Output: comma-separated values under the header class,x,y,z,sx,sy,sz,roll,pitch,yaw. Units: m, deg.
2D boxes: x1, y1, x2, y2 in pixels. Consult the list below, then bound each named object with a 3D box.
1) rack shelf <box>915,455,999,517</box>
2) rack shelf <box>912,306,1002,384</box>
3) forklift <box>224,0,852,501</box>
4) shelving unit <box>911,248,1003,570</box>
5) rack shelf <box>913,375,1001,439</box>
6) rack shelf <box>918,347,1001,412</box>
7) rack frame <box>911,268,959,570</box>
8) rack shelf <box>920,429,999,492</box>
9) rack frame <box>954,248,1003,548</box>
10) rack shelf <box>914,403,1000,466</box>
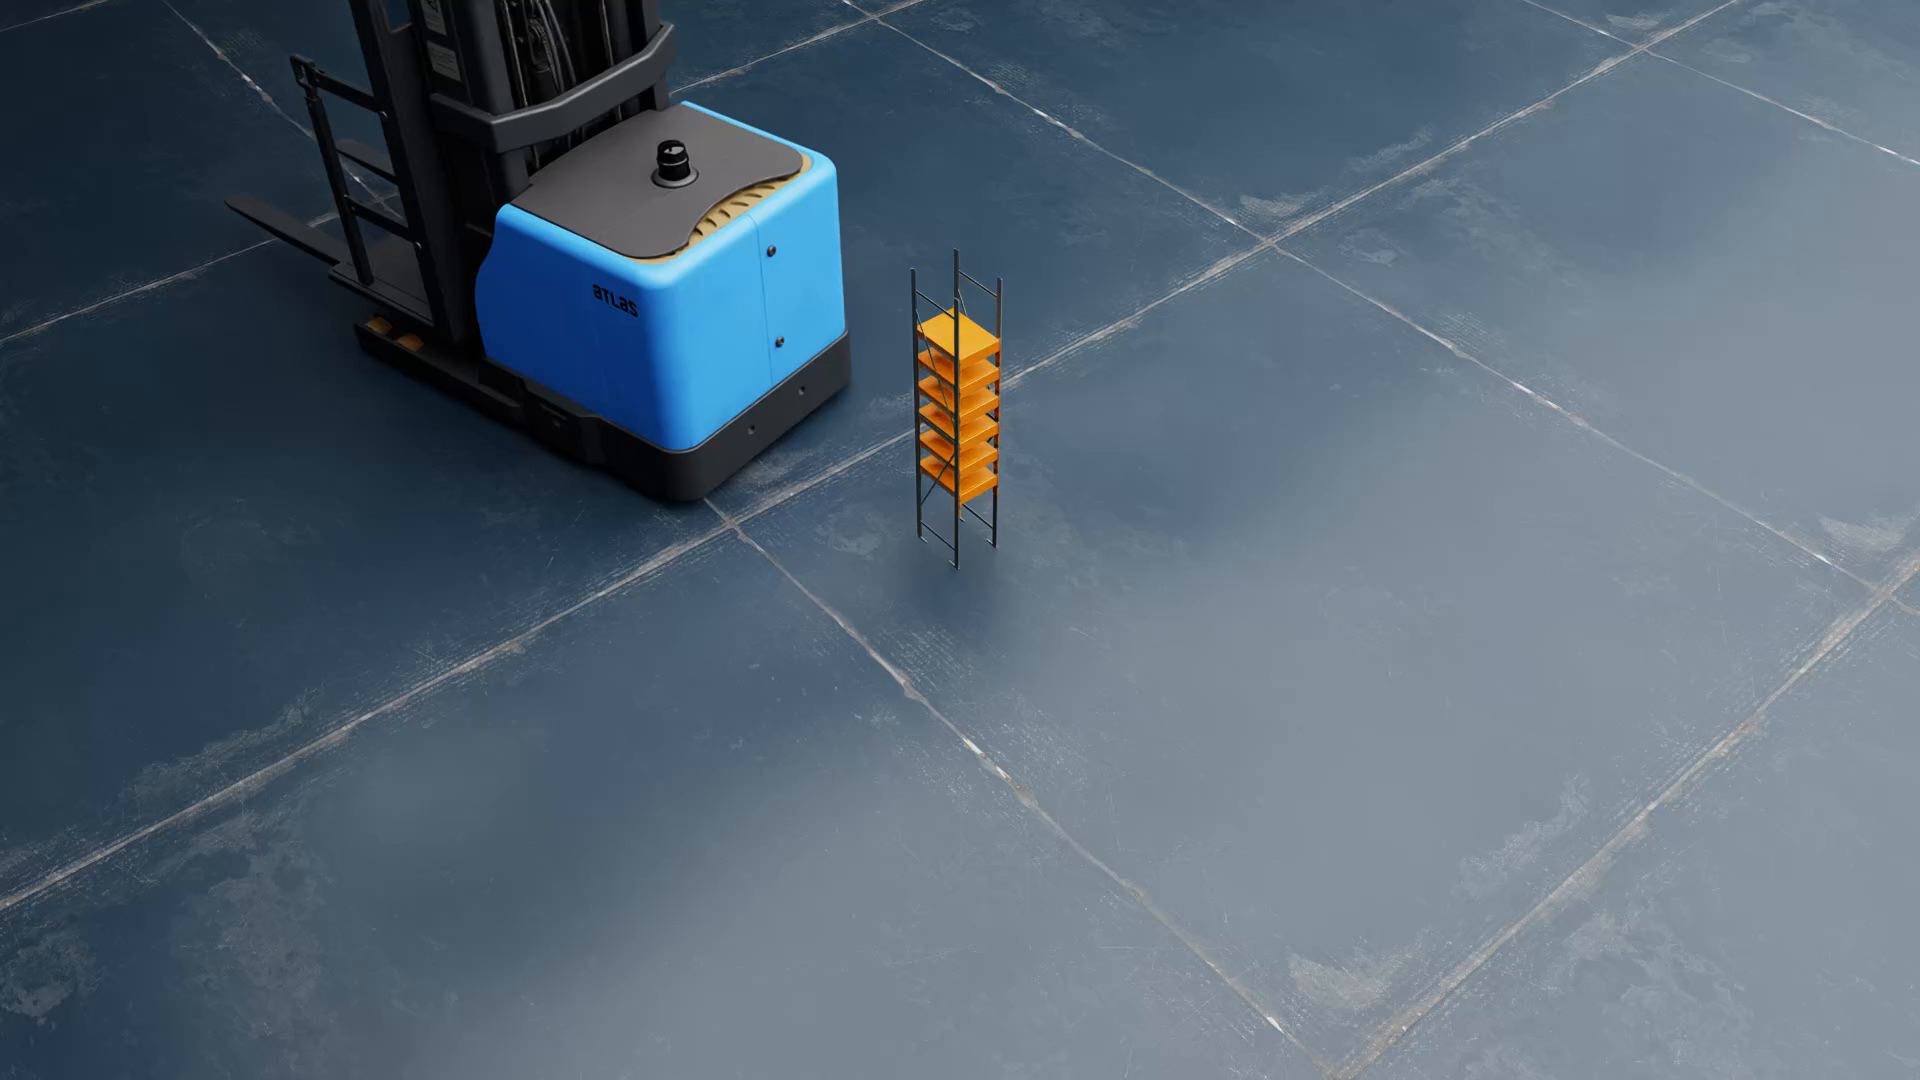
class,x,y,z,sx,sy,sz,roll,pitch,yaw
rack shelf,-0.011,-0.224,6.027,0.180,0.103,0.258,-30,51,-28
rack shelf,-0.011,-0.661,5.616,0.180,0.103,0.258,-30,51,-28
forklift,-1.938,-2.034,6.275,3.031,2.935,1.130,26,49,25
shelving unit,-0.011,-0.431,5.832,0.189,1.200,0.258,-30,51,-28
rack shelf,-0.011,-0.486,5.781,0.180,0.103,0.258,-30,51,-28
rack shelf,-0.011,-0.574,5.699,0.180,0.103,0.258,-30,51,-28
rack frame,-0.081,-0.391,5.790,0.006,1.200,0.240,-30,51,-28
rack shelf,-0.011,-0.311,5.945,0.180,0.103,0.258,-30,51,-28
rack frame,0.059,-0.471,5.875,0.006,1.200,0.240,-30,51,-28
rack shelf,-0.011,-0.399,5.863,0.180,0.103,0.258,-30,51,-28
